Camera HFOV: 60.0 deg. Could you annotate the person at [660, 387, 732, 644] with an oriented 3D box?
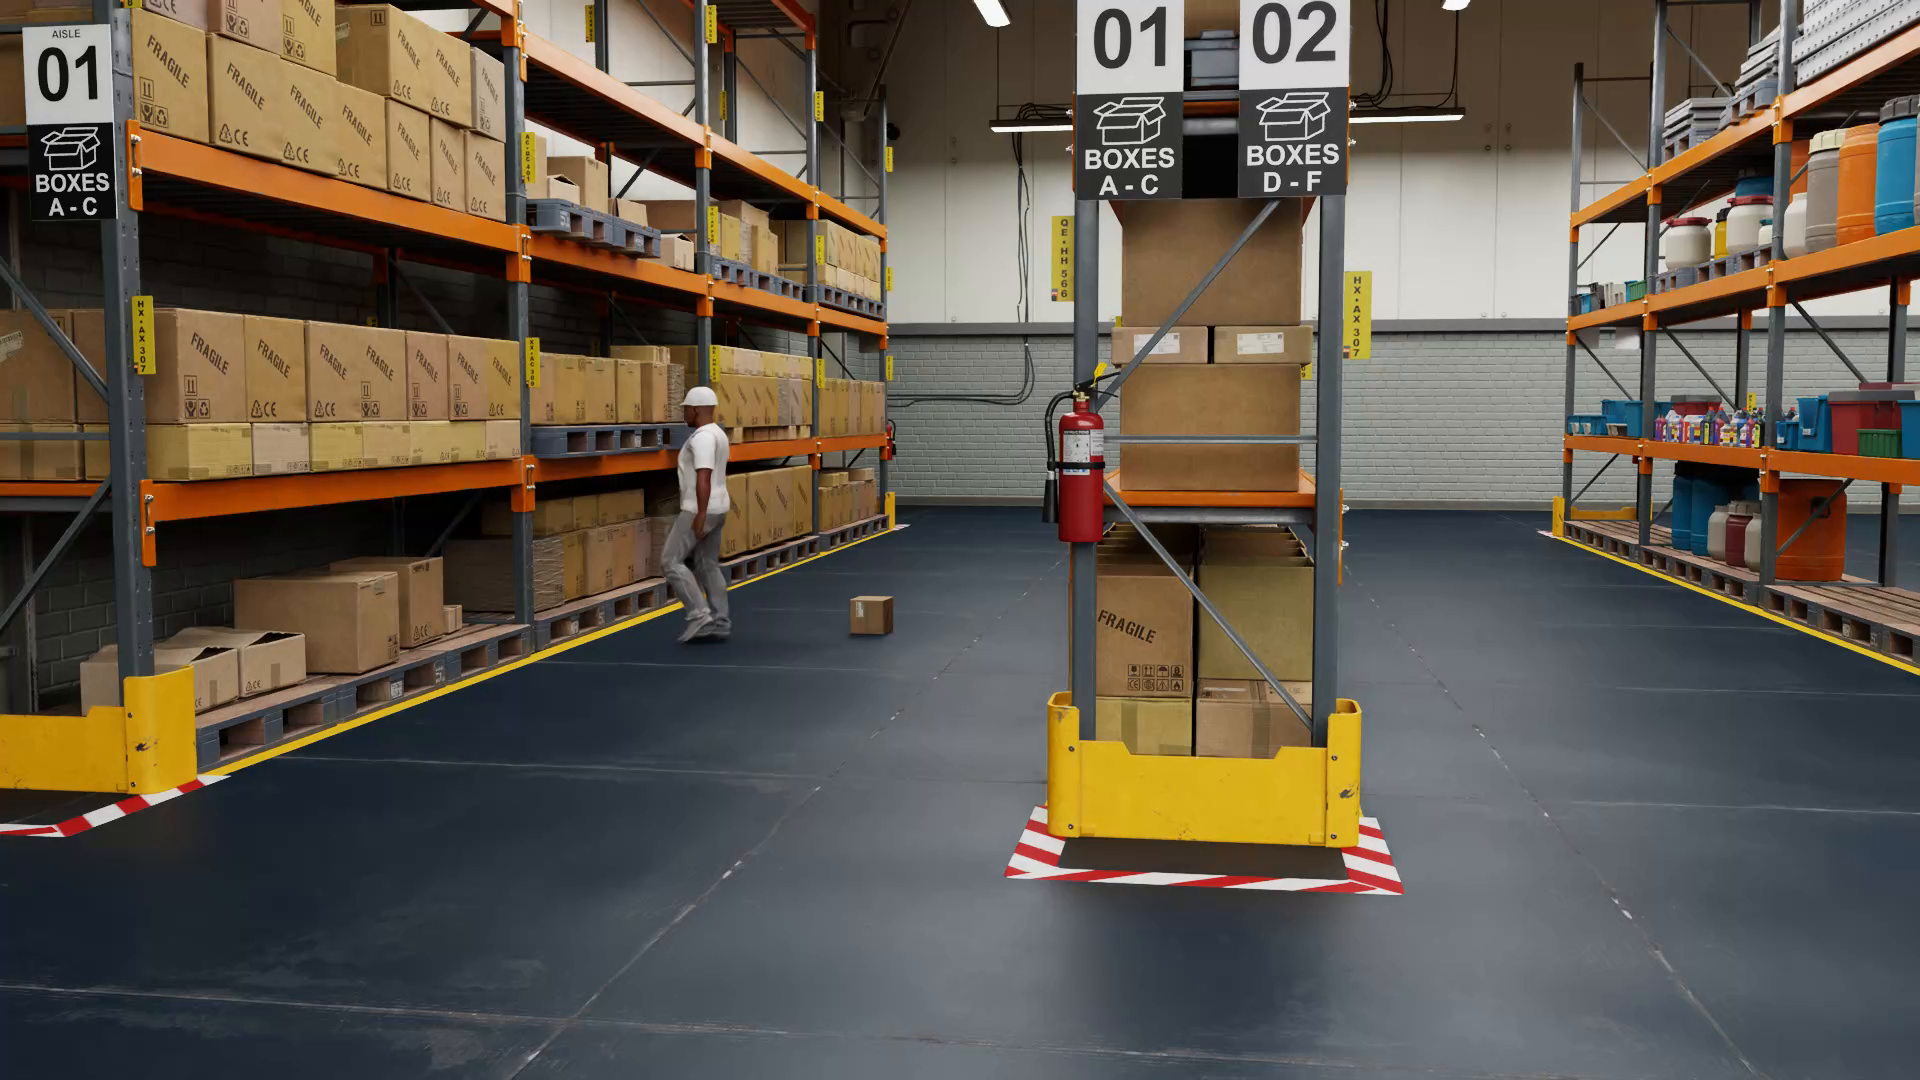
[{"bbox_3d":[-1.843,-0.167,11.668,0.457,1.804,0.635,1,4,8],"label":"person"}]
